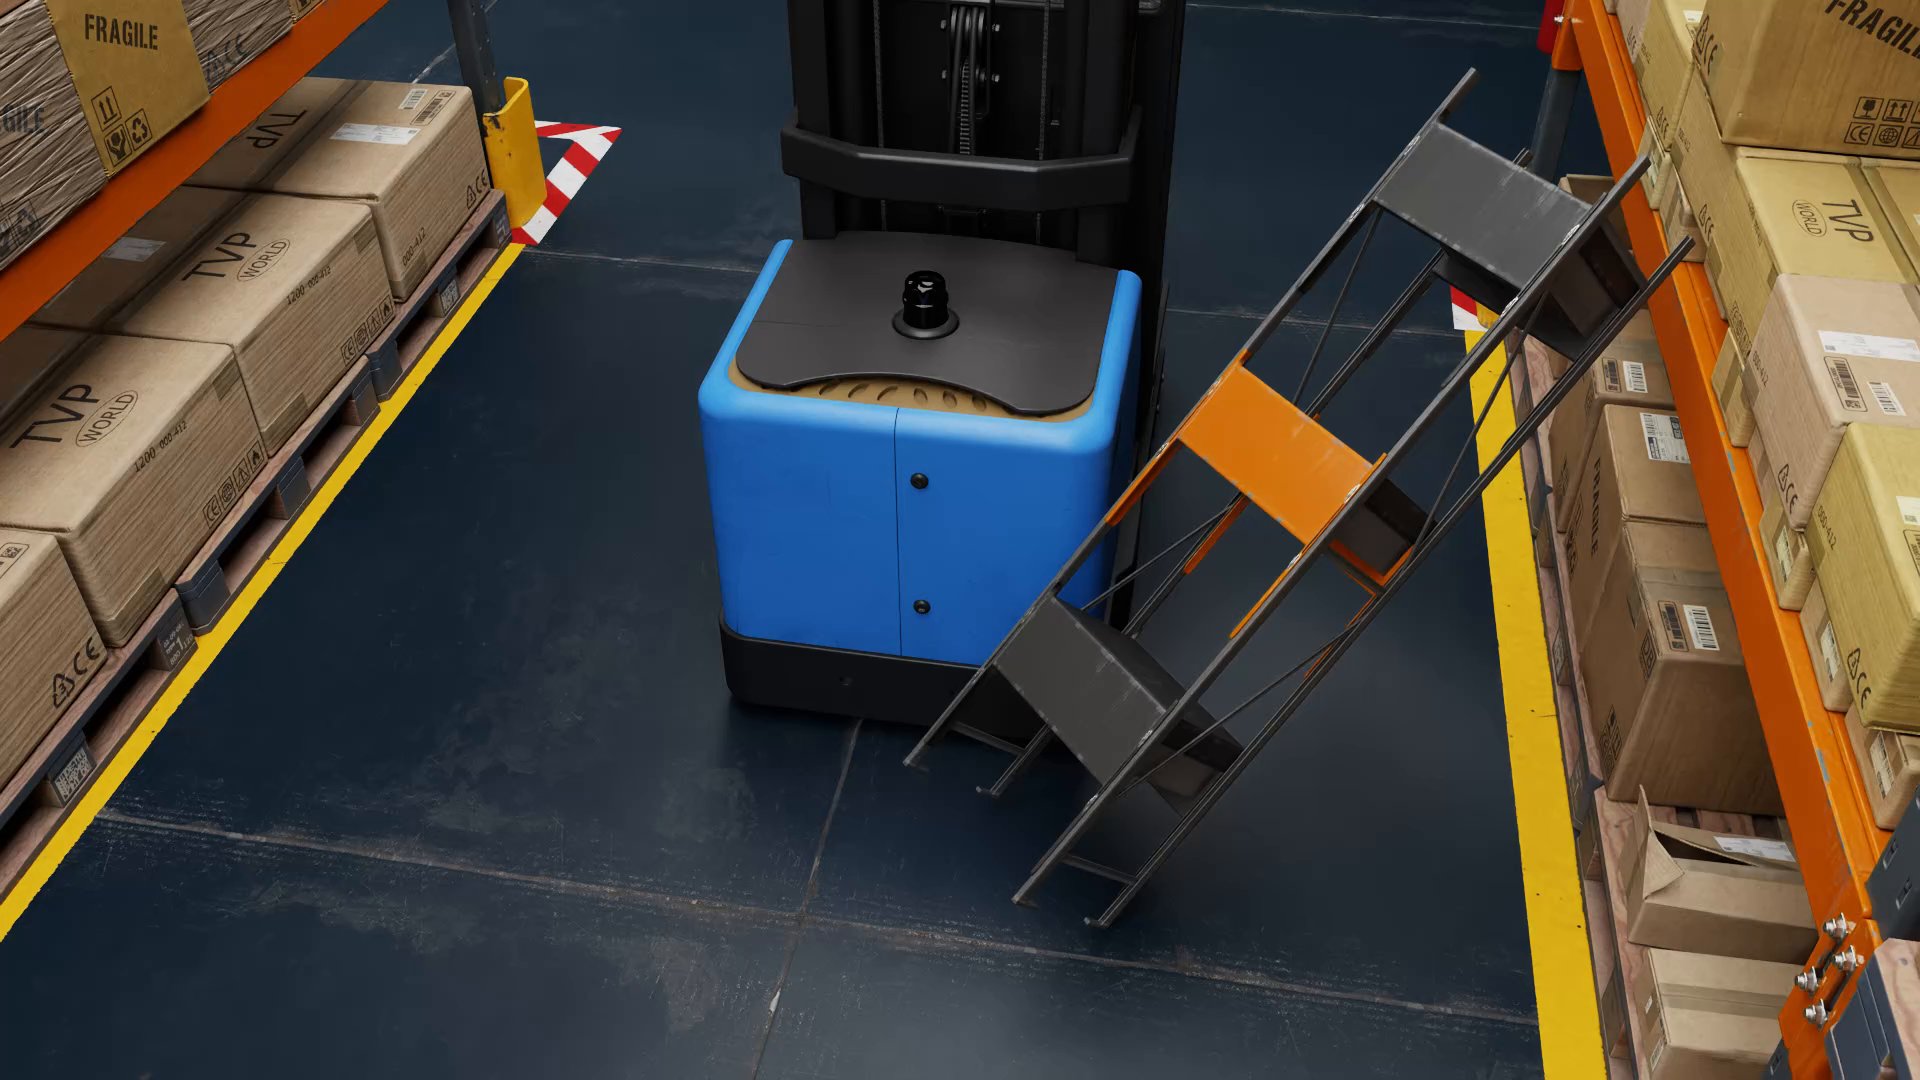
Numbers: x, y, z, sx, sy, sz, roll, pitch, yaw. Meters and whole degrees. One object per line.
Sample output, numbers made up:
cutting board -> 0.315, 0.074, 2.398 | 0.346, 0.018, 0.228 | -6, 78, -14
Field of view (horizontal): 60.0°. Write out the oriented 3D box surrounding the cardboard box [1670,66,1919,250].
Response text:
cardboard box -> 1.971, -0.872, 3.835 | 0.500, 0.250, 0.500 | 5, 40, 7

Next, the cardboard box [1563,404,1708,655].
cardboard box -> 1.979, -0.001, 4.529 | 0.500, 0.500, 0.500 | 7, 40, 8

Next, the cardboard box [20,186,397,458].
cardboard box -> -2.501, -0.748, 5.481 | 0.875, 0.438, 0.875 | 7, 40, 9

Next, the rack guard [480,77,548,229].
rack guard -> -2.331, -1.626, 6.824 | 1.175, 0.500, 0.348 | 6, 40, 8

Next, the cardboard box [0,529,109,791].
cardboard box -> -2.813, 0.380, 4.118 | 0.875, 0.438, 0.875 | 6, 40, 7

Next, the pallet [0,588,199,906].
pallet -> -2.819, 0.543, 4.428 | 1.003, 0.211, 1.213 | 6, 40, 8

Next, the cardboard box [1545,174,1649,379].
cardboard box -> 2.355, -0.855, 5.560 | 0.797, 0.503, 0.637 | 5, 40, 6

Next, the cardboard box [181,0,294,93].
cardboard box -> -2.339, -1.643, 4.805 | 0.500, 0.500, 0.500 | 7, 40, 9

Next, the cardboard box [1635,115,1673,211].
cardboard box -> 1.955, -0.953, 4.246 | 0.380, 0.149, 0.250 | 5, 40, 6

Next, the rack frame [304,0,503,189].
rack frame -> -2.335, -2.574, 6.009 | 1.000, 3.000, 0.127 | 6, 40, 8

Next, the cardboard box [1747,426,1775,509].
cardboard box -> 1.785, -0.143, 3.266 | 0.380, 0.149, 0.250 | 7, 40, 9

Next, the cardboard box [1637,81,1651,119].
cardboard box -> 2.113, -1.271, 4.630 | 0.380, 0.149, 0.250 | 8, 40, 9

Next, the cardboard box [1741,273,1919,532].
cardboard box -> 1.782, -0.238, 3.068 | 0.500, 0.250, 0.500 | 7, 40, 8

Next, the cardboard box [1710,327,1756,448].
cardboard box -> 1.802, -0.306, 3.464 | 0.380, 0.149, 0.250 | 6, 40, 7

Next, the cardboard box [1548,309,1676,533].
cardboard box -> 2.169, -0.322, 4.917 | 0.700, 0.500, 0.500 | 8, 40, 9

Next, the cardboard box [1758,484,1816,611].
cardboard box -> 1.713, 0.019, 3.070 | 0.380, 0.149, 0.250 | 7, 40, 9

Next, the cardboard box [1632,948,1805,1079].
cardboard box -> 1.669, 1.036, 3.550 | 0.380, 0.149, 0.250 | 5, 40, 6

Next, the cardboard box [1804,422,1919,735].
cardboard box -> 1.710, 0.078, 2.686 | 0.500, 0.250, 0.500 | 7, 40, 9

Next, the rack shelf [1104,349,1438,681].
rack shelf -> 0.749, -0.049, 3.916 | 0.518, 0.431, 0.480 | -51, 49, 9

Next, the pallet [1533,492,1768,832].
pallet -> 2.191, 0.357, 4.652 | 1.003, 0.211, 1.213 | 6, 40, 8

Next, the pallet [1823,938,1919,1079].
pallet -> 1.616, 1.045, 1.783 | 1.003, 0.211, 1.213 | 6, 40, 8

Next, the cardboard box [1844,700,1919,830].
cardboard box -> 1.668, 0.350, 2.669 | 0.380, 0.149, 0.250 | 7, 40, 8

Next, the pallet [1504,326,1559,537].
pallet -> 2.404, -0.406, 5.576 | 1.003, 0.211, 1.213 | 6, 40, 8

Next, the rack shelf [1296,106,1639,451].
rack shelf -> 1.182, -0.589, 3.810 | 0.518, 0.431, 0.480 | -51, 49, 9

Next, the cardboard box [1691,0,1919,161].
cardboard box -> 1.951, -1.178, 3.617 | 0.500, 0.500, 0.500 | 7, 40, 9

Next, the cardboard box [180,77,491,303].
cardboard box -> -2.351, -1.323, 6.177 | 0.875, 0.438, 0.875 | 5, 40, 6

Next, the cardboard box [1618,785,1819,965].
cardboard box -> 1.731, 0.767, 3.784 | 0.396, 0.266, 0.258 | 8, 40, 9

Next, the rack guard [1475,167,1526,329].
rack guard -> 2.541, -1.018, 6.089 | 1.175, 0.500, 0.348 | 6, 40, 8

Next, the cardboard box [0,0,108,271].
cardboard box -> -2.505, -0.994, 4.020 | 0.500, 0.500, 0.500 | 7, 40, 8

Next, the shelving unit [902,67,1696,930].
shelving unit -> 0.758, -0.060, 3.914 | 2.100, 0.431, 0.503 | -51, 49, 9

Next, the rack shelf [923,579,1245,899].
rack shelf -> 0.316, 0.490, 4.022 | 0.518, 0.431, 0.480 | -51, 49, 9

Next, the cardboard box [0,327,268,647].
cardboard box -> -2.659, -0.182, 4.797 | 0.875, 0.438, 0.875 | 5, 40, 6

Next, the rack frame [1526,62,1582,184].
rack frame -> 2.554, -2.029, 5.350 | 1.000, 3.000, 0.127 | 6, 40, 8

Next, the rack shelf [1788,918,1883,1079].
rack shelf -> 1.516, 2.014, 1.025 | 1.077, 0.370, 4.000 | 6, 40, 8

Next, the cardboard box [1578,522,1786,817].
cardboard box -> 1.989, 0.330, 4.129 | 0.700, 0.500, 0.500 | 5, 40, 6

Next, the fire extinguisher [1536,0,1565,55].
fire extinguisher -> 2.124, -1.999, 5.667 | 0.296, 0.674, 0.183 | 6, 40, 8

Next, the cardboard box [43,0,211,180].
cardboard box -> -2.416, -1.318, 4.411 | 0.500, 0.500, 0.500 | 8, 40, 9

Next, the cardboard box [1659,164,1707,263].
cardboard box -> 1.930, -0.785, 4.043 | 0.380, 0.149, 0.250 | 7, 40, 9

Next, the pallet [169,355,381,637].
pallet -> -2.610, -0.225, 5.357 | 1.003, 0.211, 1.213 | 6, 40, 8

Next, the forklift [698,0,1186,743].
forklift -> 0.112, -1.525, 4.794 | 1.130, 2.935, 3.031 | 7, 40, 8

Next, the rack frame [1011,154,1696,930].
rack frame -> 0.886, 0.074, 3.756 | 2.100, 0.400, 0.015 | -51, 49, 9

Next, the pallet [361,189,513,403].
pallet -> -2.397, -0.989, 6.280 | 1.003, 0.211, 1.213 | 6, 40, 8

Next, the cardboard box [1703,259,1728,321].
cardboard box -> 1.953, -0.616, 3.838 | 0.380, 0.149, 0.250 | 6, 40, 8

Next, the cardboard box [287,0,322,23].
cardboard box -> -2.260, -1.967, 5.197 | 0.500, 0.500, 0.500 | 6, 40, 7

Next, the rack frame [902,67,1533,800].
rack frame -> 0.629, -0.194, 4.072 | 2.100, 0.400, 0.015 | -51, 49, 9

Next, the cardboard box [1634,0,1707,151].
cardboard box -> 2.039, -1.196, 4.226 | 0.500, 0.250, 0.500 | 6, 40, 7

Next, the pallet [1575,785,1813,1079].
pallet -> 1.982, 1.125, 3.723 | 1.003, 0.211, 1.213 | 6, 40, 8

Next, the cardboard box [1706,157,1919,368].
cardboard box -> 1.881, -0.549, 3.445 | 0.500, 0.250, 0.500 | 6, 40, 7

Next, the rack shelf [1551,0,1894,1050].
rack shelf -> 2.208, -0.496, 4.061 | 1.077, 0.370, 4.000 | 6, 40, 8

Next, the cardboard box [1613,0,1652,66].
cardboard box -> 2.123, -1.514, 4.612 | 0.500, 0.250, 0.500 | 7, 40, 8

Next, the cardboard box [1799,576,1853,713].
cardboard box -> 1.692, 0.185, 2.870 | 0.380, 0.149, 0.250 | 7, 40, 9

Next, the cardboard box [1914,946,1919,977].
cardboard box -> 1.558, 0.560, 1.811 | 0.700, 0.500, 0.500 | 7, 40, 9

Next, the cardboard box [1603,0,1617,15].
cardboard box -> 2.227, -1.756, 5.217 | 0.380, 0.149, 0.250 | 6, 40, 7
